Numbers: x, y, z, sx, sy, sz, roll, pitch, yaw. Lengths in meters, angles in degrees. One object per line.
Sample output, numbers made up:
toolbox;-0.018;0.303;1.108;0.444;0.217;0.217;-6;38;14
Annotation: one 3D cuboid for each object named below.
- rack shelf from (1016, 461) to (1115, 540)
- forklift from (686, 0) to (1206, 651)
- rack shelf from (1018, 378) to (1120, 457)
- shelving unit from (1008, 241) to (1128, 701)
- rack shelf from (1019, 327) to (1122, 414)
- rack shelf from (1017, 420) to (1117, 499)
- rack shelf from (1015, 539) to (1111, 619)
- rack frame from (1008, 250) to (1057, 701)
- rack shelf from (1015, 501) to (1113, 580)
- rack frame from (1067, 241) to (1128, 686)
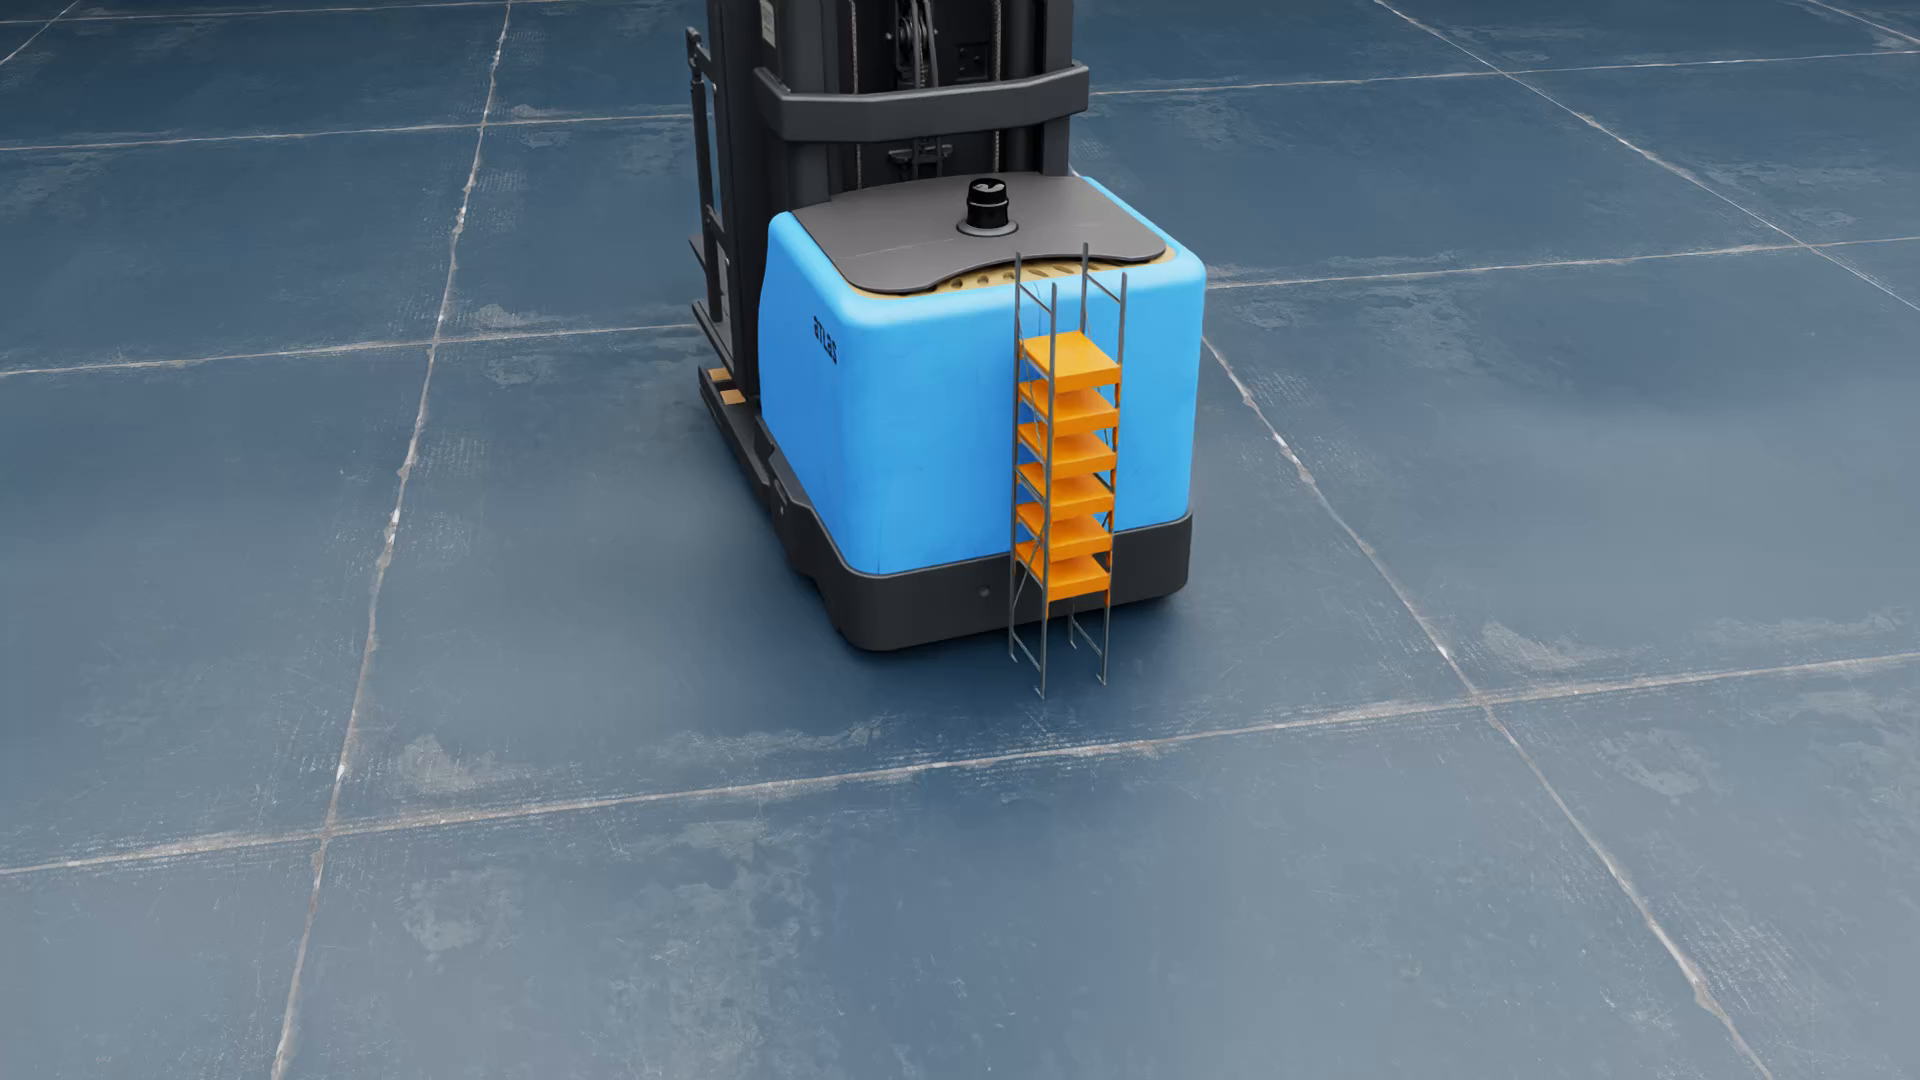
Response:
rack shelf;0.268;-0.118;4.354;0.180;0.103;0.258;-11;32;-18
forklift;-0.304;-1.691;5.235;1.130;2.935;3.031;-10;32;-17
rack shelf;0.268;-0.324;4.232;0.180;0.103;0.258;-11;32;-18
shelving unit;0.268;-0.156;4.331;0.189;1.200;0.258;-11;32;-18
rack shelf;0.268;-0.428;4.171;0.180;0.103;0.258;-11;32;-18
rack shelf;0.268;-0.221;4.293;0.180;0.103;0.258;-11;32;-18
rack shelf;0.268;0.089;4.476;0.180;0.103;0.258;-11;32;-18
rack frame;0.183;-0.139;4.303;0.006;1.200;0.240;-11;32;-18
rack shelf;0.268;-0.014;4.415;0.180;0.103;0.258;-11;32;-18
rack frame;0.354;-0.173;4.360;0.006;1.200;0.240;-11;32;-18
